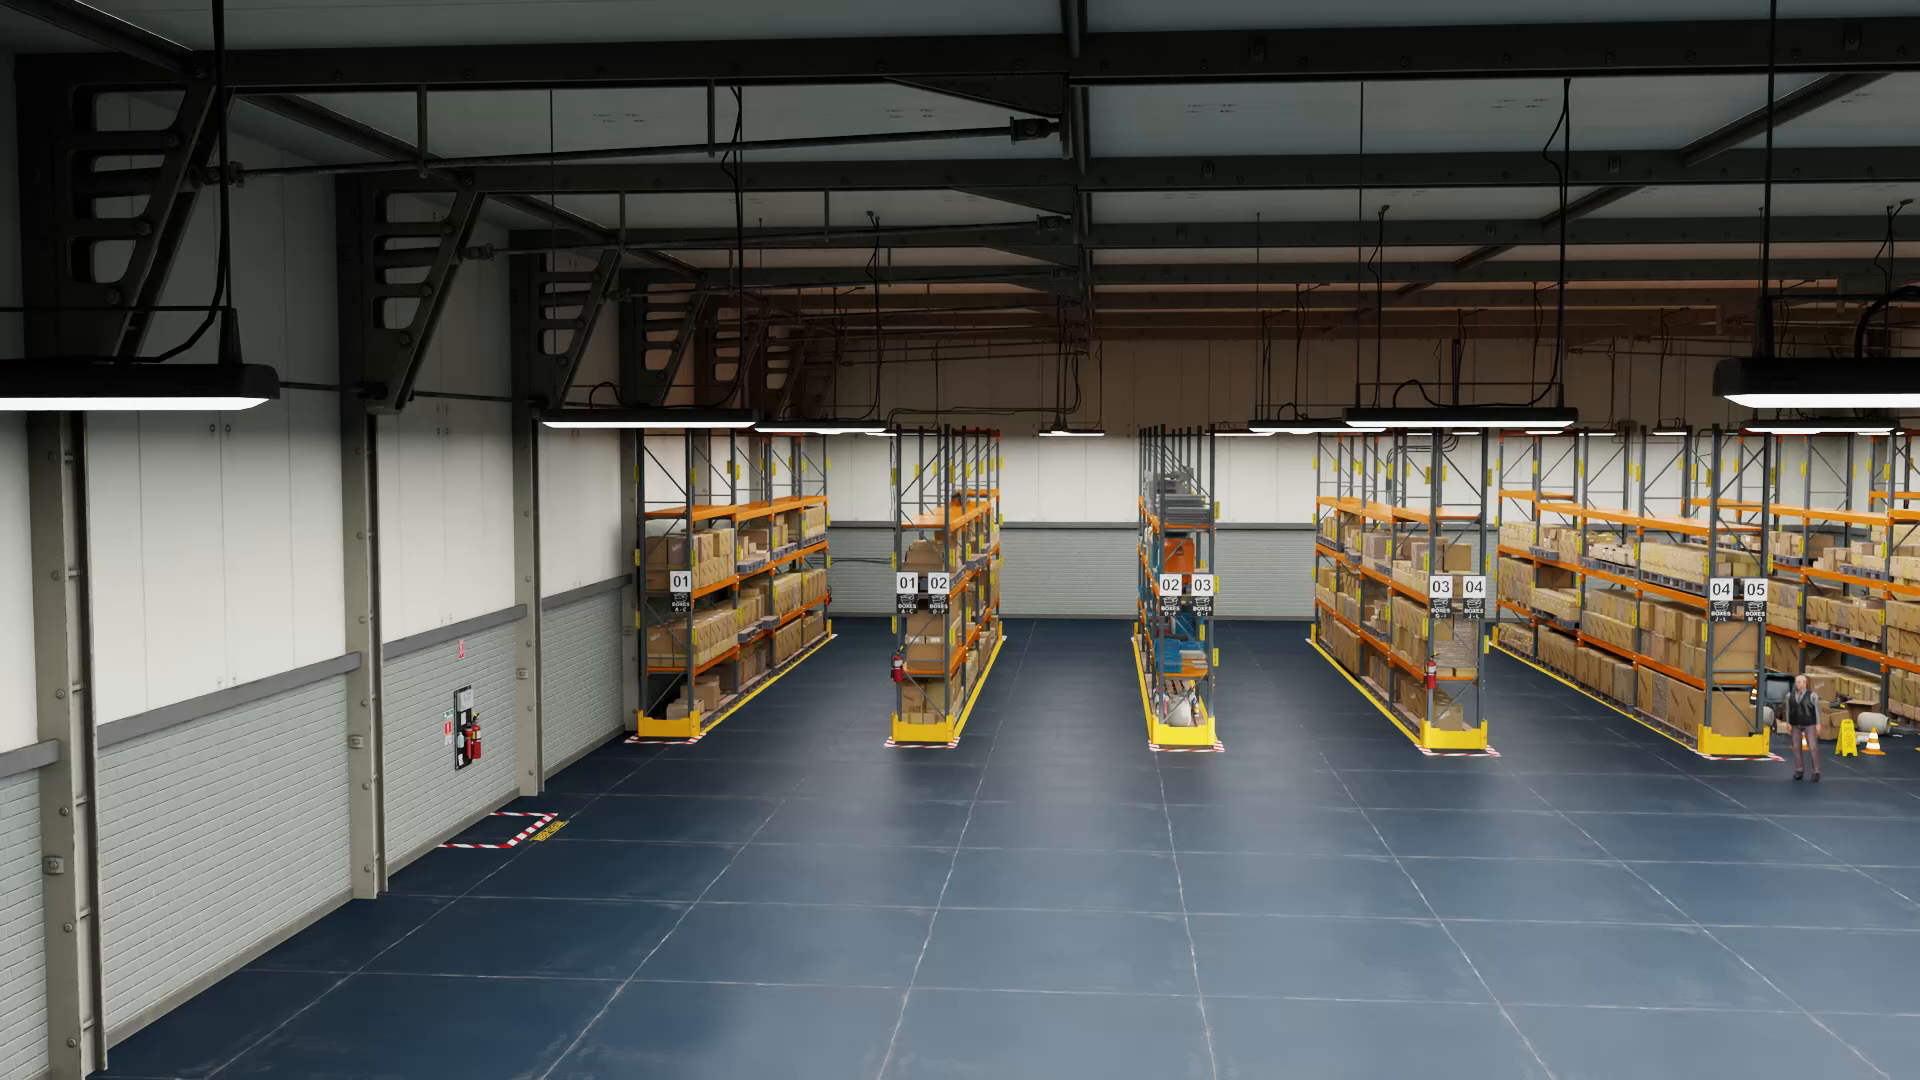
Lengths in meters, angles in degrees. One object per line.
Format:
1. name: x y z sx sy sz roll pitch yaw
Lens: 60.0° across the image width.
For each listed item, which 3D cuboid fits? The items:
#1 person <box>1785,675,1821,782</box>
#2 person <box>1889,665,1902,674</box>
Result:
1. person: 14.178 3.159 27.975 0.449 1.729 0.627 -3 5 -45
2. person: 22.647 2.431 40.300 0.522 1.700 0.593 -1 4 -12
